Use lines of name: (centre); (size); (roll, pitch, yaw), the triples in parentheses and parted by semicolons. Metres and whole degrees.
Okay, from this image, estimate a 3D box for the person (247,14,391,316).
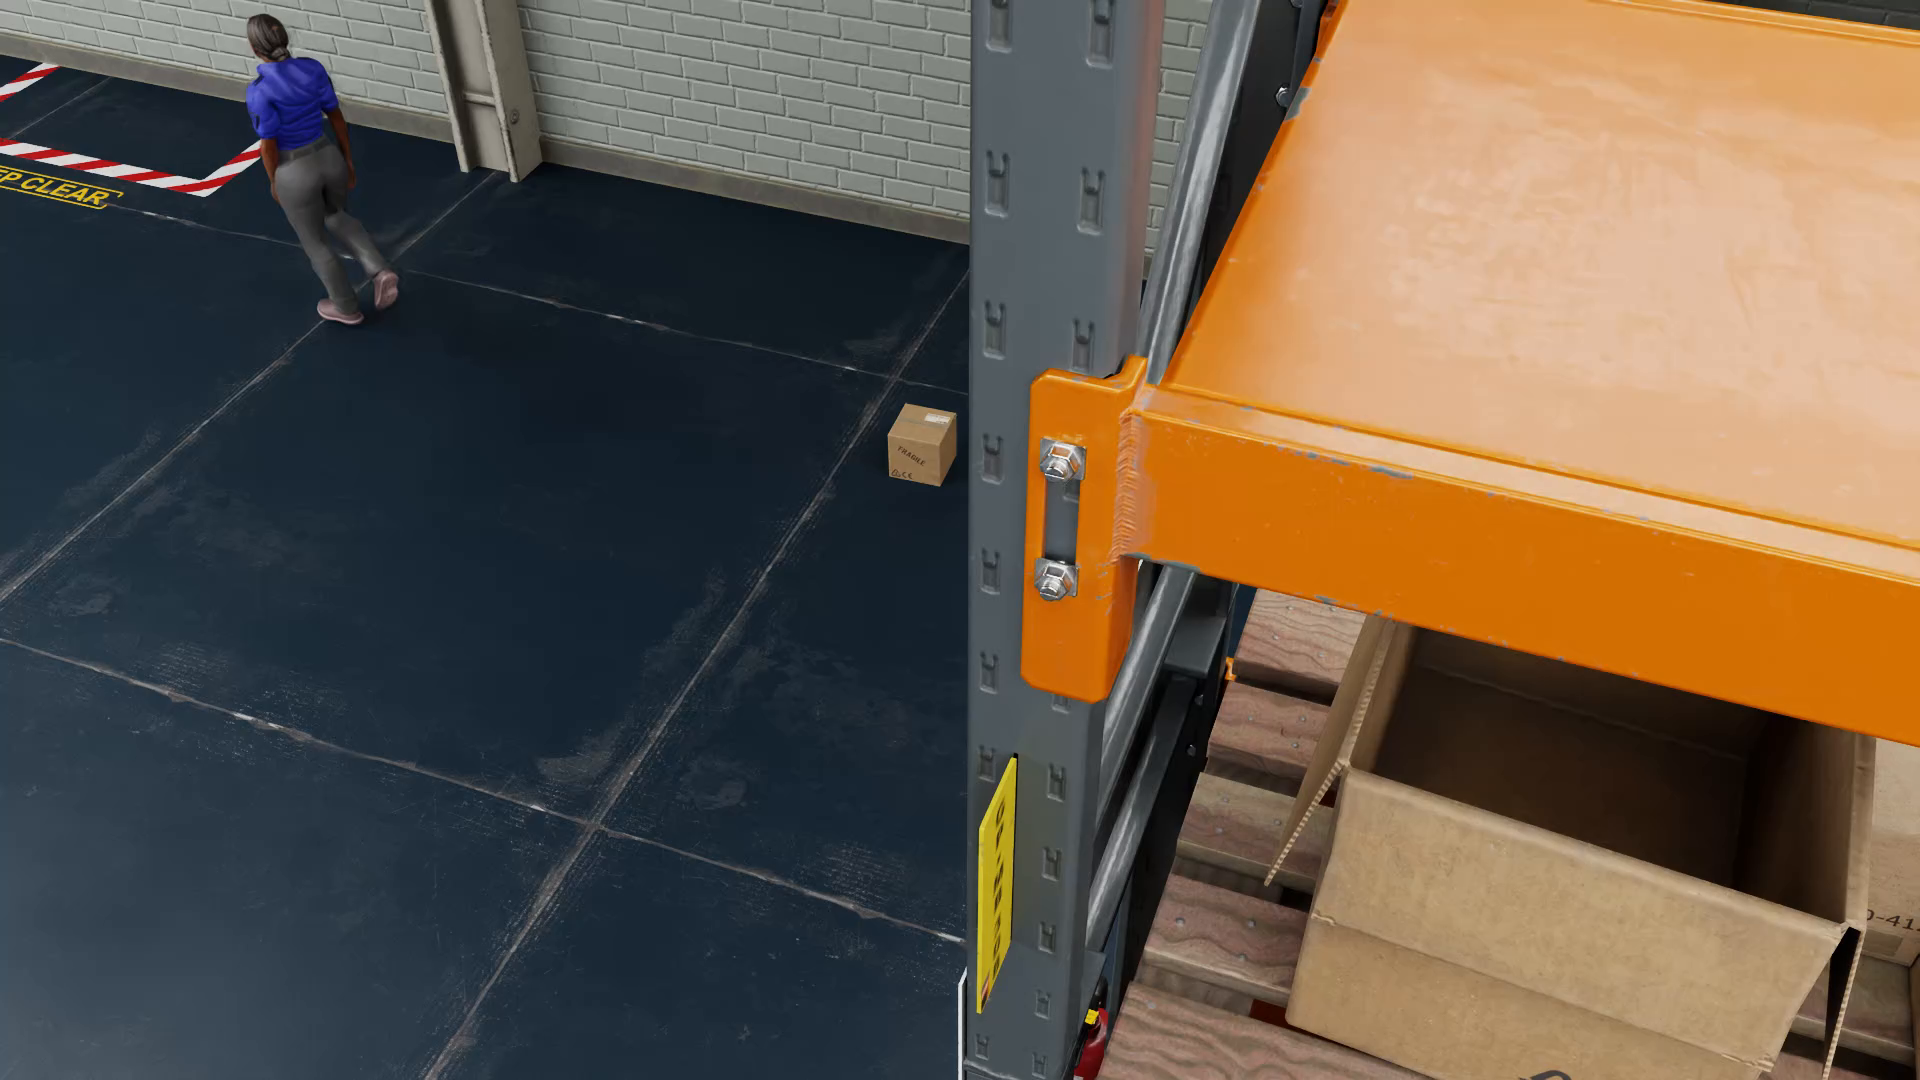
person: (-3.159, -1.816, 8.114); (0.440, 1.577, 0.444); (23, 47, 24)
